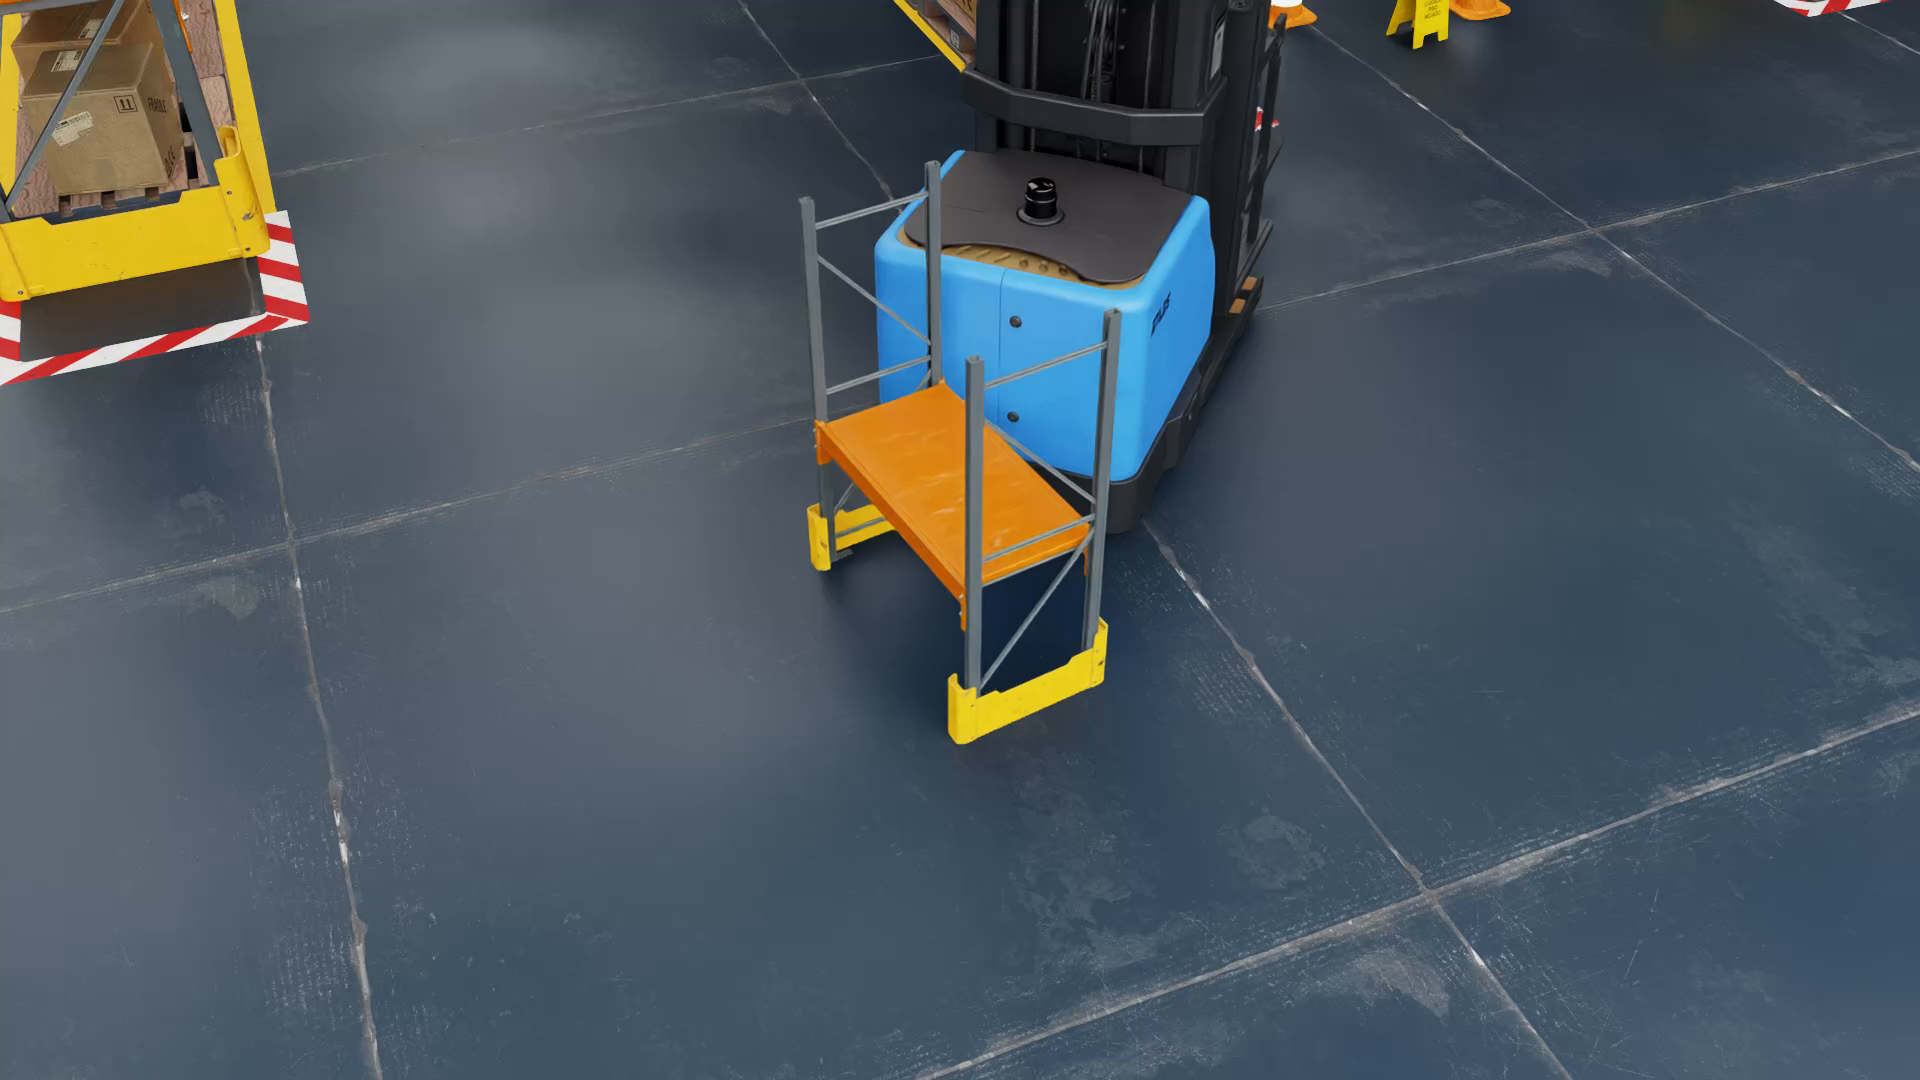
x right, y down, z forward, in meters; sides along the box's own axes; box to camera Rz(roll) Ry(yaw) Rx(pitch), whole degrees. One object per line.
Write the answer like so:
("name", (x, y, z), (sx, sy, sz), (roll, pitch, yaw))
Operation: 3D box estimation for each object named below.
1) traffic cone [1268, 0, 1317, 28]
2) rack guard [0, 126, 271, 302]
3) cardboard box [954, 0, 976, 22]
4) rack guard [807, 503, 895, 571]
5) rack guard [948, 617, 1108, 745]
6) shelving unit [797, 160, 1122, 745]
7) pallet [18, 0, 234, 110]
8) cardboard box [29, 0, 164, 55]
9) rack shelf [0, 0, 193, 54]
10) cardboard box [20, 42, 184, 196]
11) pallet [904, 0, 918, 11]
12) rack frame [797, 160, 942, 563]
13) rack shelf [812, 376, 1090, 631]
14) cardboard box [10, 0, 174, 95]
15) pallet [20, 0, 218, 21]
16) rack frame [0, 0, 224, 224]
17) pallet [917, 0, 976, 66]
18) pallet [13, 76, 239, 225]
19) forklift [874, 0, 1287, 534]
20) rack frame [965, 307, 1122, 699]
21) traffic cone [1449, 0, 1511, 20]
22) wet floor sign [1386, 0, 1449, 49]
("traffic cone", (1.915, -3.290, 9.721), (0.336, 0.463, 0.334), (-15, 43, -17))
("rack guard", (-3.844, -1.499, 7.610), (1.175, 0.500, 0.348), (-15, 43, -17))
("cardboard box", (0.486, -3.323, 9.121), (0.875, 0.875, 0.875), (-15, 43, -17))
("rack guard", (-0.285, -0.095, 6.169), (0.587, 0.250, 0.087), (-21, 45, -23))
("rack guard", (0.227, 0.462, 5.521), (0.587, 0.250, 0.087), (-21, 45, -23))
("shelving unit", (-0.029, -0.290, 5.437), (0.587, 1.500, 1.083), (-21, 45, -23))
("pallet", (-4.585, -2.621, 9.136), (1.003, 0.211, 1.213), (-15, 43, -17))
("cardboard box", (-4.521, -2.726, 8.715), (0.500, 0.500, 0.500), (-11, 42, -13))
("rack shelf", (-4.580, -3.333, 8.377), (1.077, 0.370, 4.000), (-15, 43, -17))
("cardboard box", (-4.038, -1.993, 7.862), (0.500, 0.500, 0.500), (-8, 41, -9))
("pallet", (-0.035, -3.716, 10.409), (1.003, 0.211, 1.213), (-15, 43, -17))
("rack frame", (-0.285, -0.569, 5.762), (0.500, 1.500, 0.032), (-21, 45, -23))
("rack shelf", (-0.024, -0.149, 5.548), (0.538, 0.185, 1.000), (-21, 45, -23))
("cardboard box", (-4.299, -2.344, 8.271), (0.500, 0.500, 0.500), (-5, 41, -6))
("pallet", (-5.056, -3.357, 9.992), (1.003, 0.211, 1.213), (-15, 43, -17))
("rack frame", (-3.815, -2.401, 6.741), (1.000, 3.000, 0.127), (-15, 43, -17))
("pallet", (0.428, -2.982, 9.556), (1.003, 0.211, 1.213), (-15, 43, -17))
("pallet", (-4.122, -1.888, 8.283), (1.003, 0.211, 1.213), (-15, 43, -17))
("forklift", (0.708, -2.100, 6.444), (1.130, 2.935, 3.031), (15, 43, 17))
("rack frame", (0.237, -0.001, 5.100), (0.500, 1.500, 0.032), (-21, 45, -23))
("traffic cone", (3.089, -3.367, 9.810), (0.336, 0.463, 0.334), (-15, 43, -17))
("wet floor sign", (2.647, -3.161, 9.431), (0.267, 0.644, 0.232), (-23, 46, -24))
